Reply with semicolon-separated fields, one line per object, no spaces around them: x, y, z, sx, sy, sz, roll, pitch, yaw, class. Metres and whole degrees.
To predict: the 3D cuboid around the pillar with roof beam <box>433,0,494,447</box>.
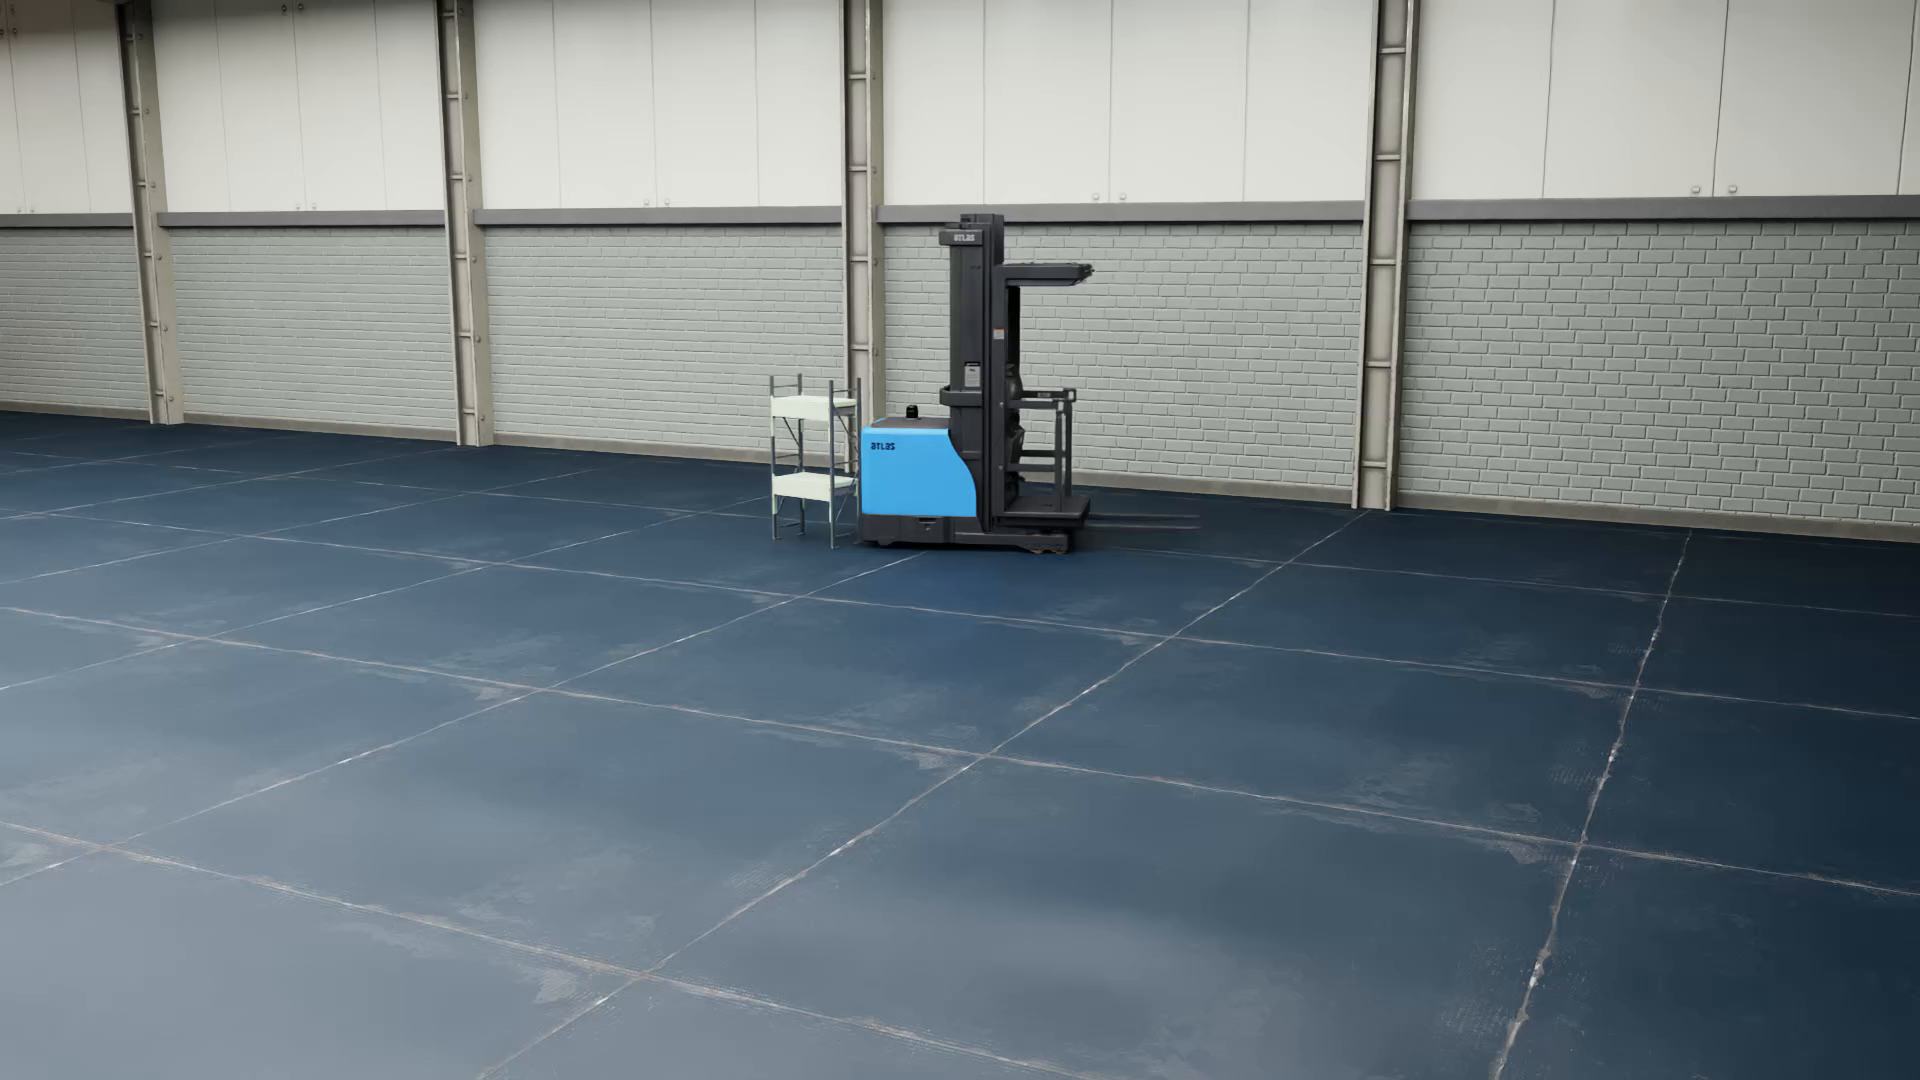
-8.406;-5.023;17.736;0.400;9.000;9.100;5;11;26;pillar with roof beam

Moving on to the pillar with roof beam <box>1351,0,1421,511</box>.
2.356;-4.077;12.512;0.400;9.000;9.100;5;11;26;pillar with roof beam

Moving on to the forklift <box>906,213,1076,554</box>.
0.669;-1.419;14.862;3.031;2.935;1.121;2;10;9;forklift

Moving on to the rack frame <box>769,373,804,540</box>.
-1.590;-0.769;15.286;0.023;1.500;0.400;8;13;38;rack frame

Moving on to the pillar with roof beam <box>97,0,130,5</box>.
-13.871;-8.424;19.645;0.548;2.987;8.718;5;11;26;pillar with roof beam

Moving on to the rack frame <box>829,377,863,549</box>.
-1.017;-0.688;14.838;0.023;1.500;0.400;8;13;38;rack frame

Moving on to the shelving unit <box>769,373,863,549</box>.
-1.303;-0.728;15.062;0.755;1.500;0.431;8;13;38;shelving unit

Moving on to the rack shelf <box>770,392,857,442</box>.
-1.303;-1.112;14.993;0.720;0.370;0.431;8;13;38;rack shelf

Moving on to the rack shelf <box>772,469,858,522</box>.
-1.303;-0.407;15.120;0.720;0.370;0.431;8;13;38;rack shelf
